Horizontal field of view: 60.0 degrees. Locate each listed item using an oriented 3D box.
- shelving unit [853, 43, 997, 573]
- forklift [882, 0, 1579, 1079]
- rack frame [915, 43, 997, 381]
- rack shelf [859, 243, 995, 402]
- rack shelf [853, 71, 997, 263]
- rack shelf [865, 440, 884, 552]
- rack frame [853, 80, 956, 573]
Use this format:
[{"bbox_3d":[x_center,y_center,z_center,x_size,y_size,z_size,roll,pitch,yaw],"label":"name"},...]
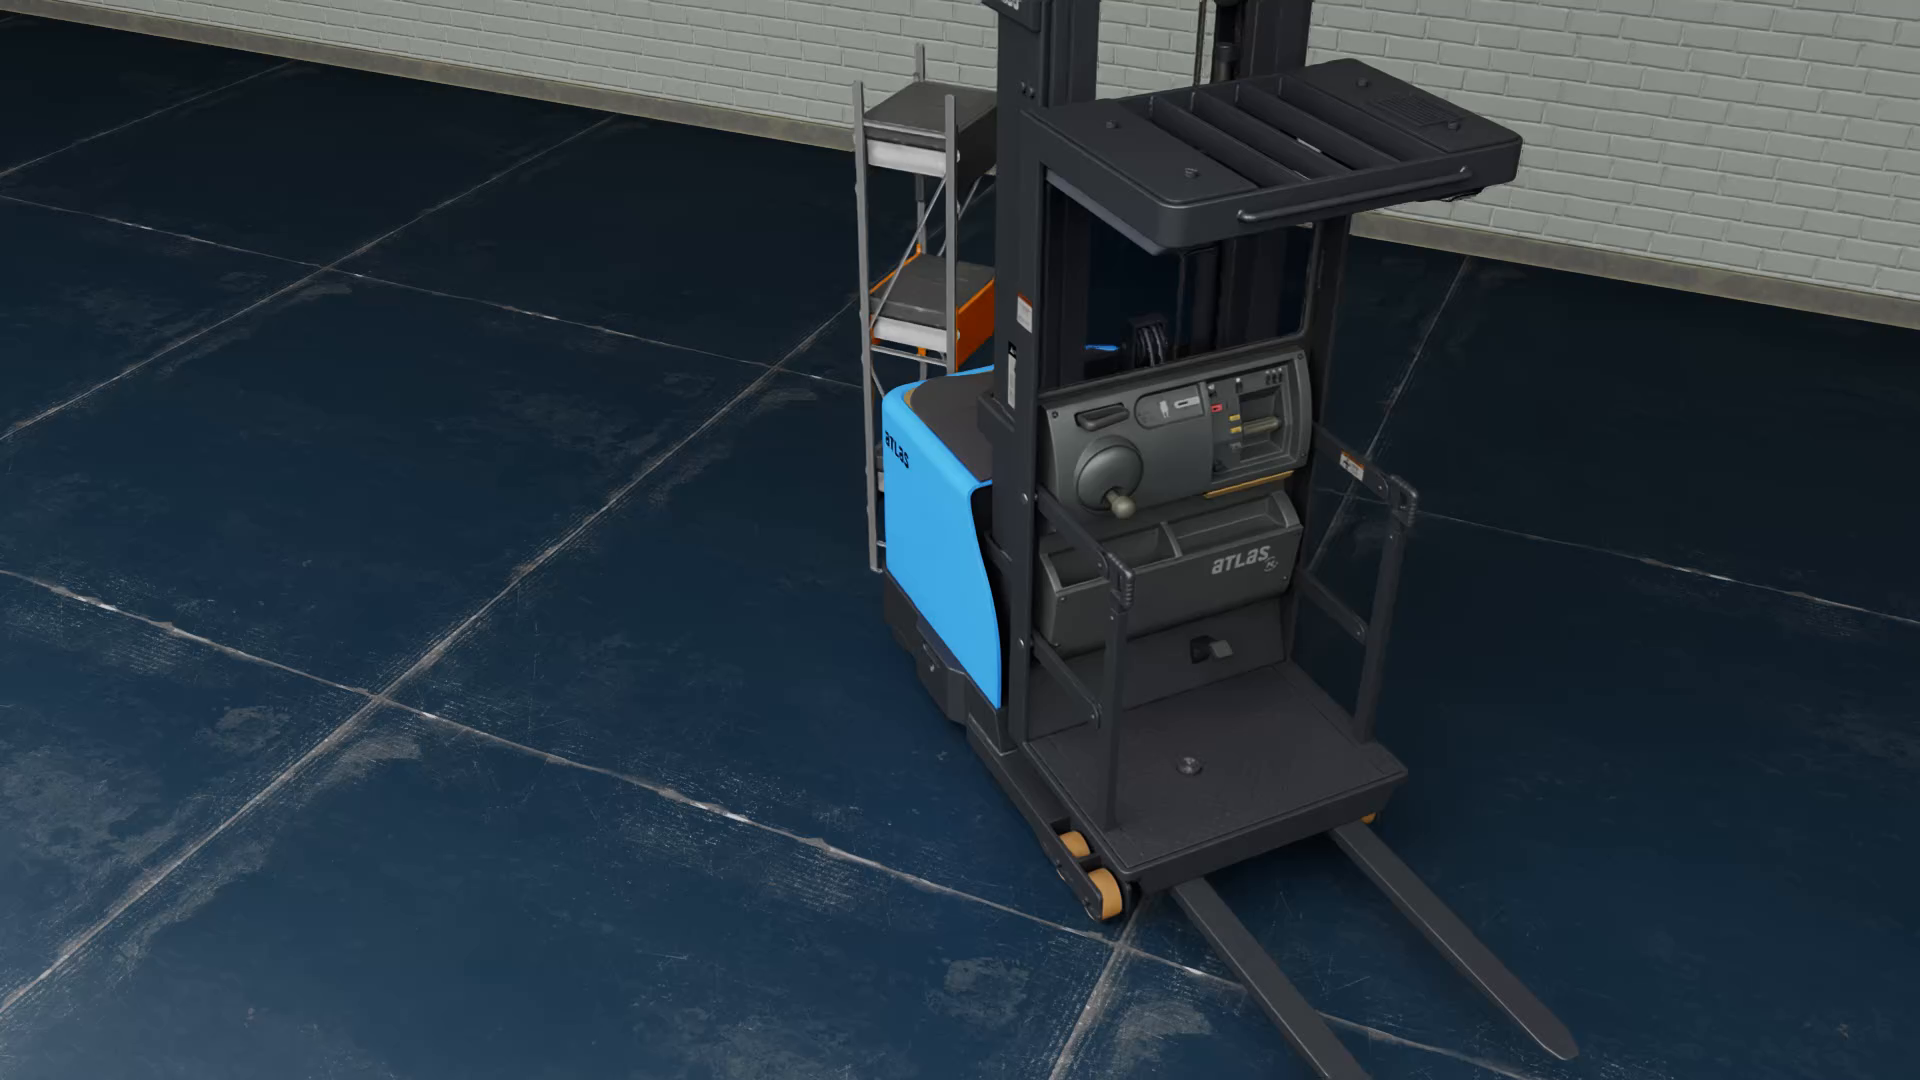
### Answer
[{"bbox_3d":[-0.092,-0.828,6.597,0.431,2.100,0.503,15,36,21],"label":"shelving unit"},{"bbox_3d":[0.784,-0.273,4.994,1.130,2.935,3.031,-15,36,-21],"label":"forklift"},{"bbox_3d":[0.014,-0.948,6.781,0.400,2.100,0.015,15,36,21],"label":"rack frame"},{"bbox_3d":[-0.092,-0.816,6.605,0.431,0.518,0.480,15,36,21],"label":"rack shelf"},{"bbox_3d":[-0.092,-1.402,6.221,0.431,0.518,0.480,15,36,21],"label":"rack shelf"},{"bbox_3d":[-0.092,-0.231,6.989,0.431,0.518,0.480,15,36,21],"label":"rack shelf"},{"bbox_3d":[-0.198,-0.707,6.413,0.400,2.100,0.015,15,36,21],"label":"rack frame"}]
